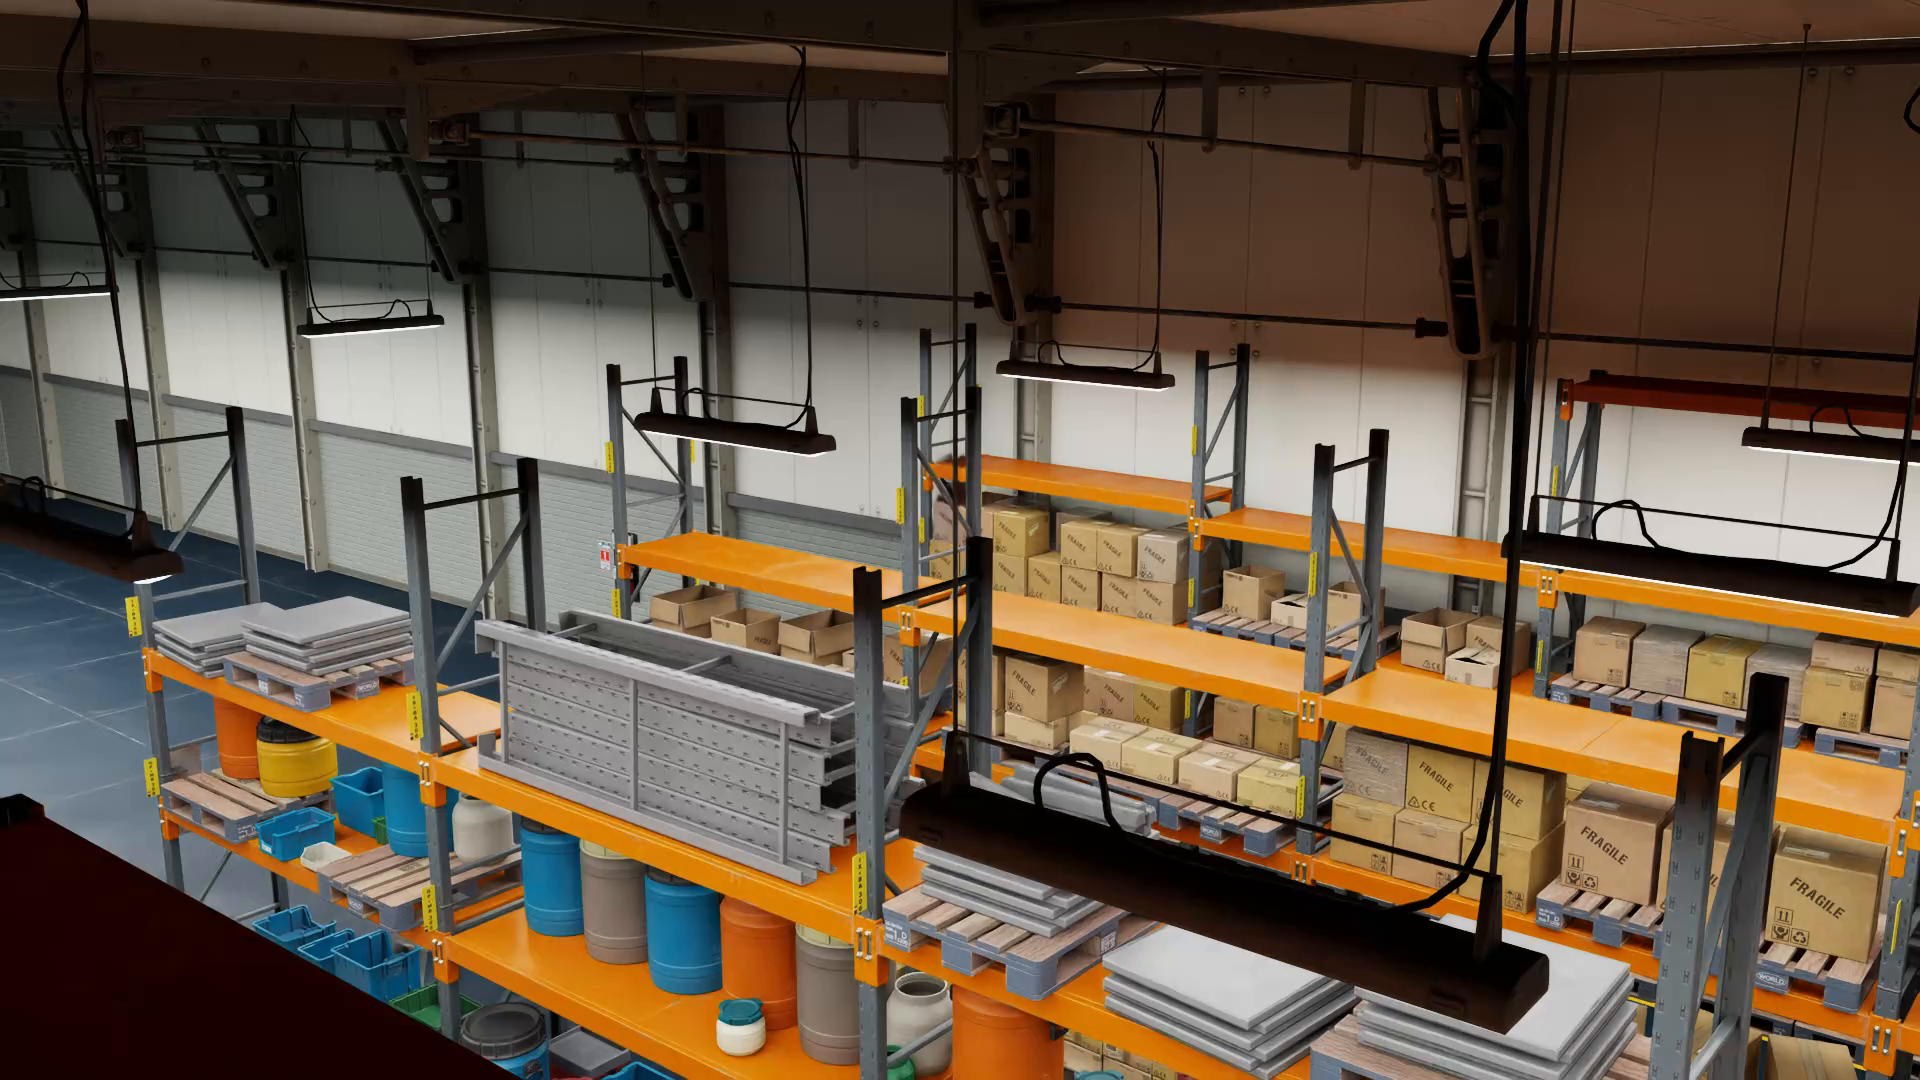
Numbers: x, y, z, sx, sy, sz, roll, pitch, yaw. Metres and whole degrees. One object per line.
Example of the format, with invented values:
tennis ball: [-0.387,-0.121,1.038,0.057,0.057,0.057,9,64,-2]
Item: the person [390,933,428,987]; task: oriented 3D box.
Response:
person: [-5.222,3.789,15.867,0.442,1.604,0.489,1,13,3]
